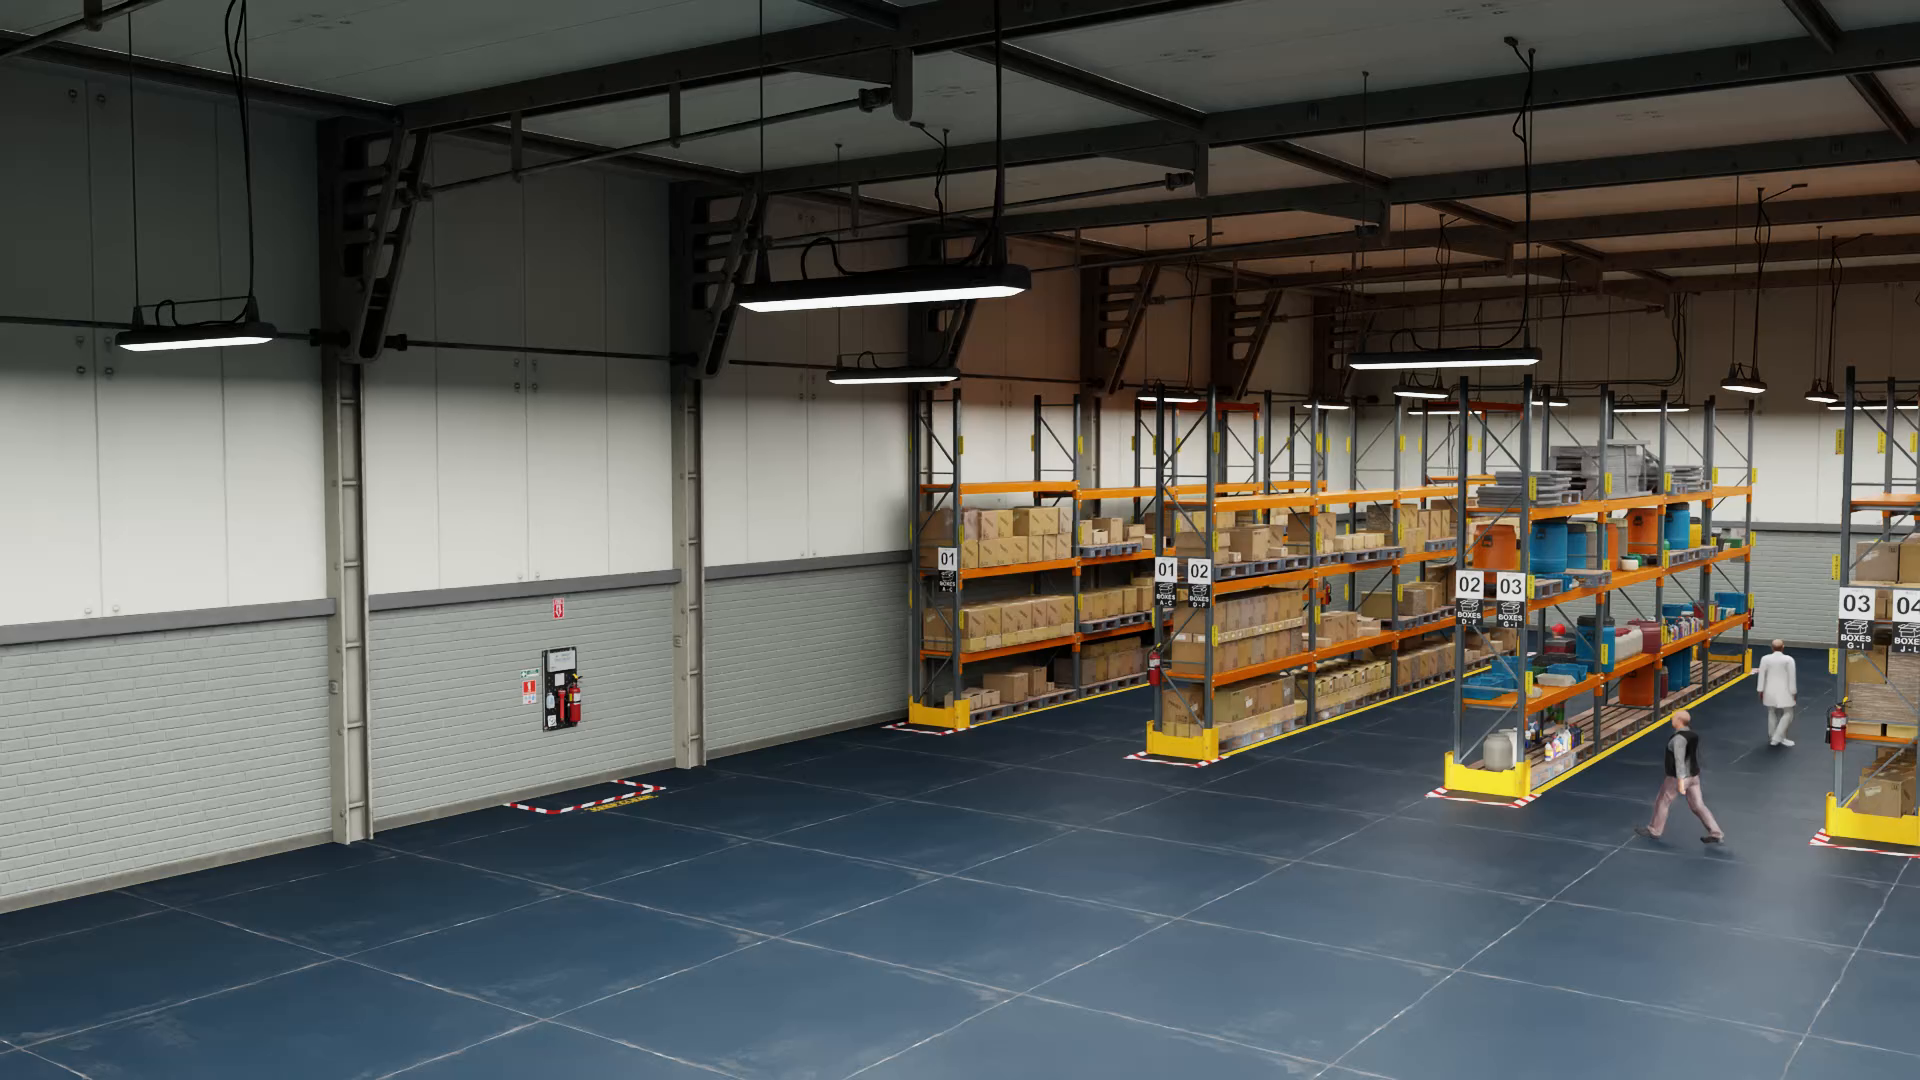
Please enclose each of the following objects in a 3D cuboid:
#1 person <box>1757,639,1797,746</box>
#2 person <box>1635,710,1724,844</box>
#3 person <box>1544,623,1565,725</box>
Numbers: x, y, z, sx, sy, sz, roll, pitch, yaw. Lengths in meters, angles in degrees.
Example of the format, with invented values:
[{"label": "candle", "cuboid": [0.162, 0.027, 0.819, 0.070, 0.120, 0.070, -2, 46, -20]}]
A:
[{"label": "person", "cuboid": [13.610, 2.541, 27.703, 0.617, 1.775, 0.593, 2, 4, 37]}, {"label": "person", "cuboid": [9.054, 2.971, 20.878, 0.538, 1.674, 1.070, -3, 4, -38]}, {"label": "person", "cuboid": [10.329, 2.316, 28.769, 0.549, 1.754, 0.495, 0, 3, -5]}]
